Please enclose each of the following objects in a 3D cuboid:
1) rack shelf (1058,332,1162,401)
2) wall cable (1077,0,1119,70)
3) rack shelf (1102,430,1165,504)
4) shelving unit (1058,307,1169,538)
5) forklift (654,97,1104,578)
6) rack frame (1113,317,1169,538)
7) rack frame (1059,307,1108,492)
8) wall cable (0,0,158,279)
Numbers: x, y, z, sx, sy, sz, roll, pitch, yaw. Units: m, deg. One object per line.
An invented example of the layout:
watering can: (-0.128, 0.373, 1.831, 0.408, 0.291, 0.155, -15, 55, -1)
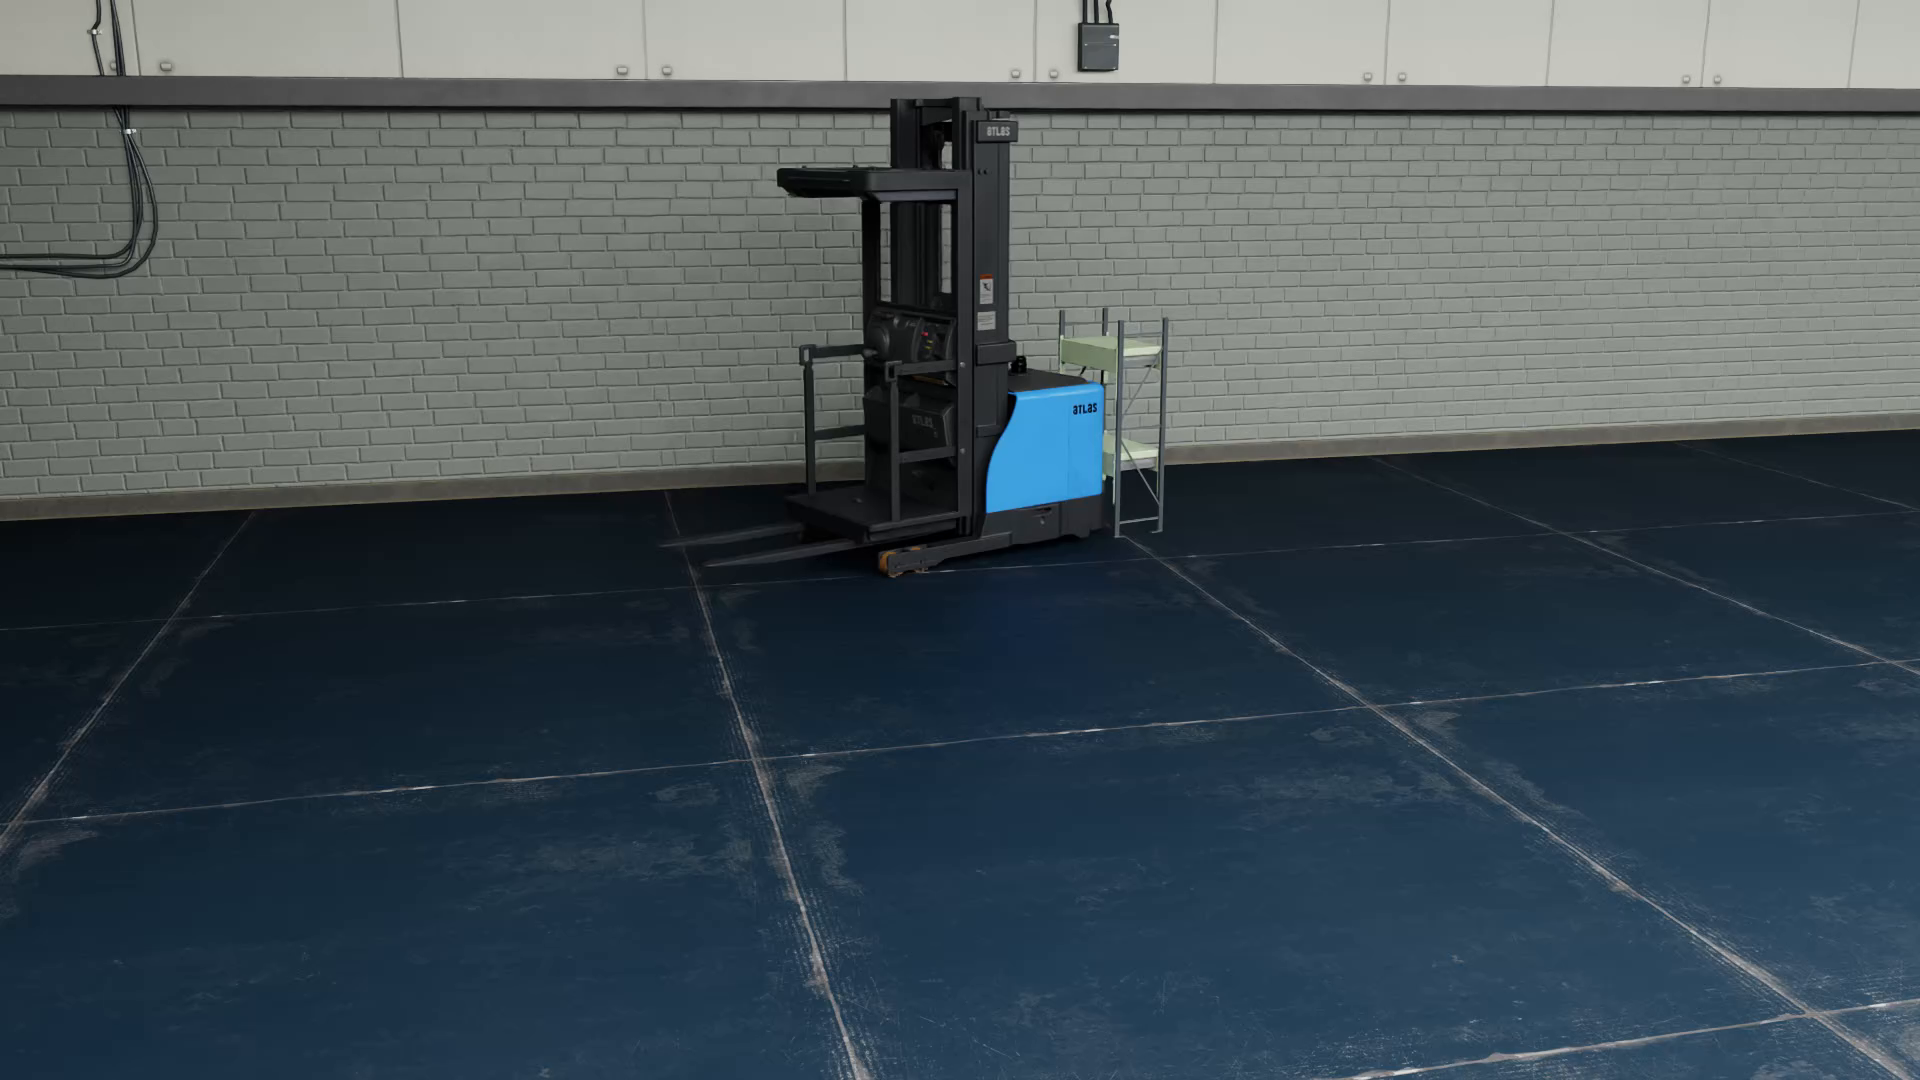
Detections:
rack shelf: (1.061, -1.220, 11.617, 0.431, 0.370, 0.720, -8, 16, -28)
wall cable: (2.061, -6.663, 12.571, 2.305, 6.003, 0.169, -3, 14, -13)
rack shelf: (1.061, -0.524, 11.787, 0.431, 0.370, 0.720, -8, 16, -28)
shelving unit: (1.061, -0.841, 11.710, 0.431, 1.500, 0.755, -8, 16, -28)
forklift: (-0.494, -1.329, 10.690, 3.031, 2.935, 1.130, -10, 17, -35)
rack frame: (1.239, -0.765, 11.399, 0.400, 1.500, 0.023, -8, 16, -28)
rack frame: (0.883, -0.917, 12.020, 0.400, 1.500, 0.023, -8, 16, -28)
wall cable: (-7.171, -2.977, 11.192, 3.097, 2.526, 0.112, -3, 14, -13)
